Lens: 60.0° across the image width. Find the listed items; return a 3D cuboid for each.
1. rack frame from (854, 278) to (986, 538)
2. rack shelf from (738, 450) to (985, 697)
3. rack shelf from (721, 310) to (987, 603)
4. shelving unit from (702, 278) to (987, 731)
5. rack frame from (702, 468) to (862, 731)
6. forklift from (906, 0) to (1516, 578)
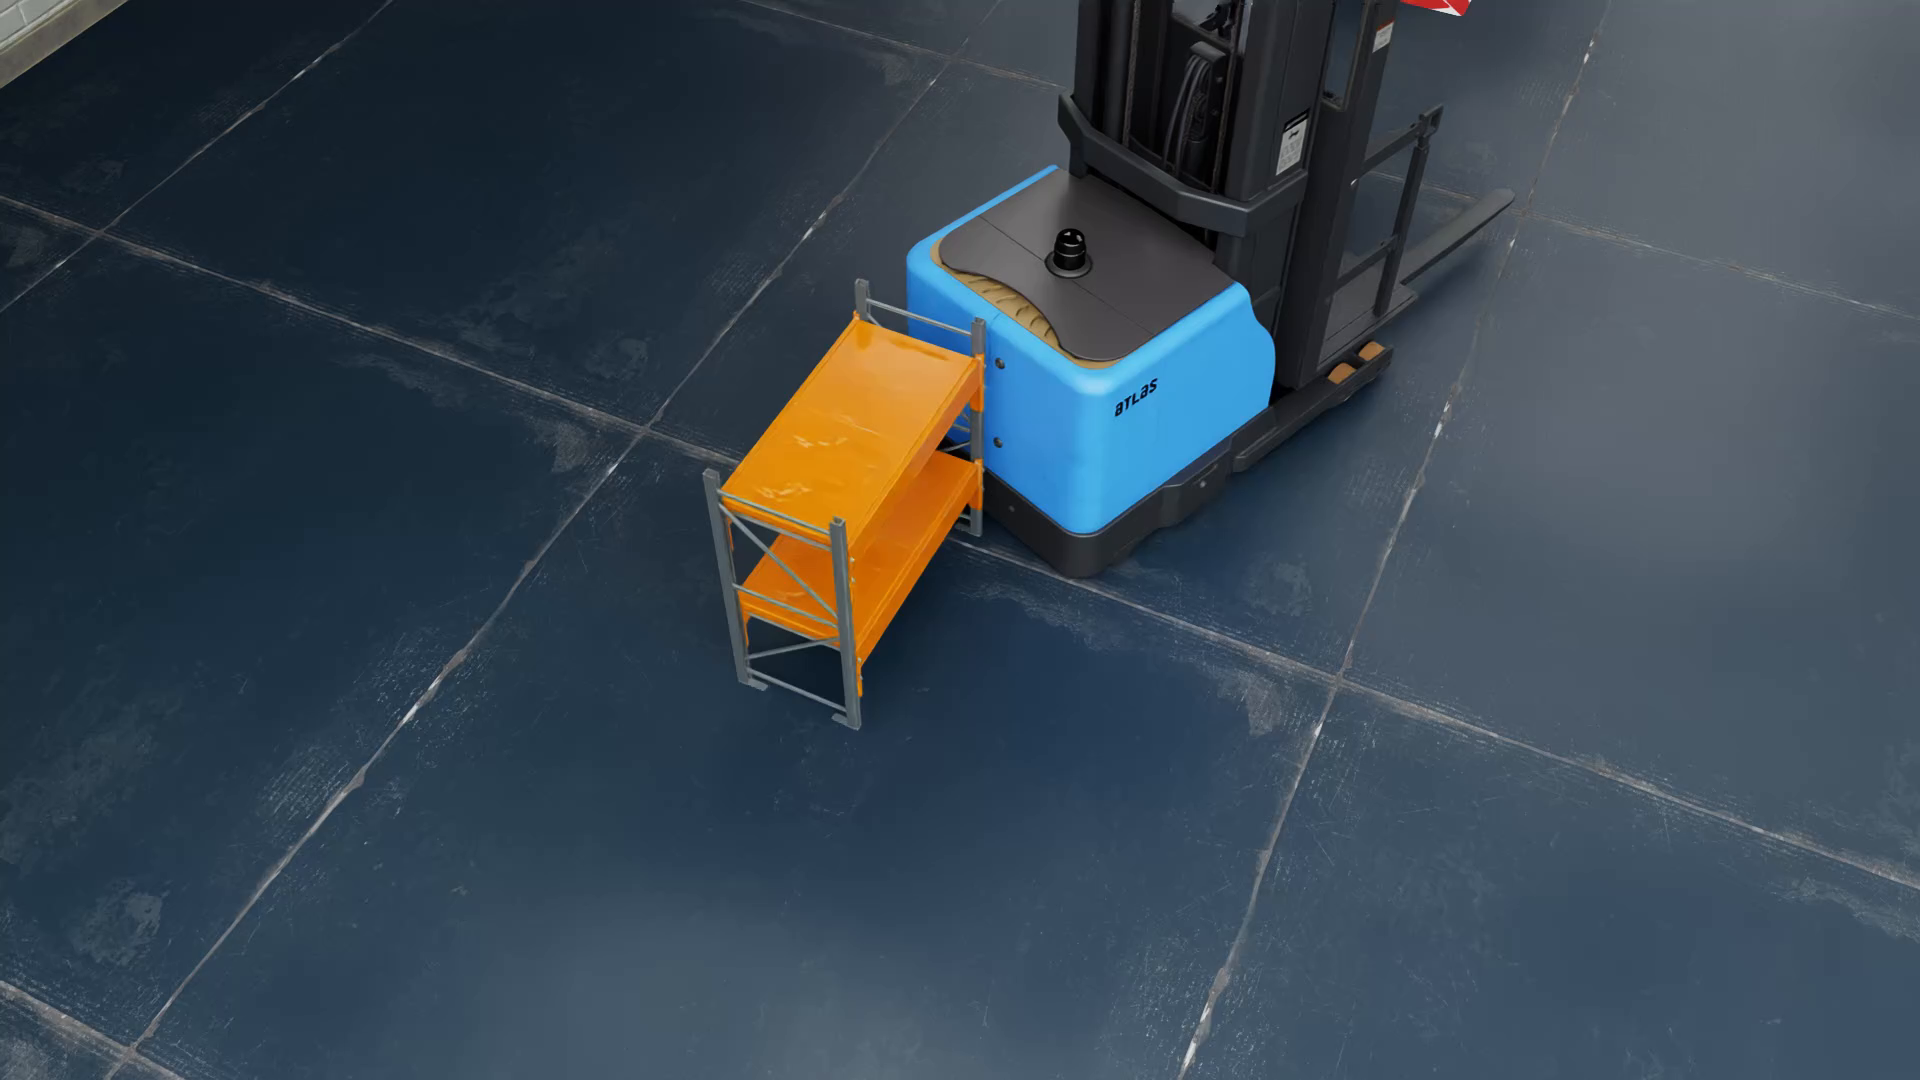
[{"bbox_3d":[-0.141,-0.468,6.224,0.500,1.125,0.032,20,53,16],"label":"rack frame"},{"bbox_3d":[-0.363,0.039,6.114,0.538,0.278,1.000,20,53,16],"label":"rack shelf"},{"bbox_3d":[-0.363,-0.309,5.705,0.538,0.278,1.000,20,53,16],"label":"rack shelf"},{"bbox_3d":[-0.363,-0.119,5.928,0.538,1.125,1.048,20,53,16],"label":"shelving unit"},{"bbox_3d":[-0.585,0.229,5.632,0.500,1.125,0.032,20,53,16],"label":"rack frame"},{"bbox_3d":[1.212,-1.800,6.172,3.031,2.935,1.130,-35,58,-26],"label":"forklift"}]
